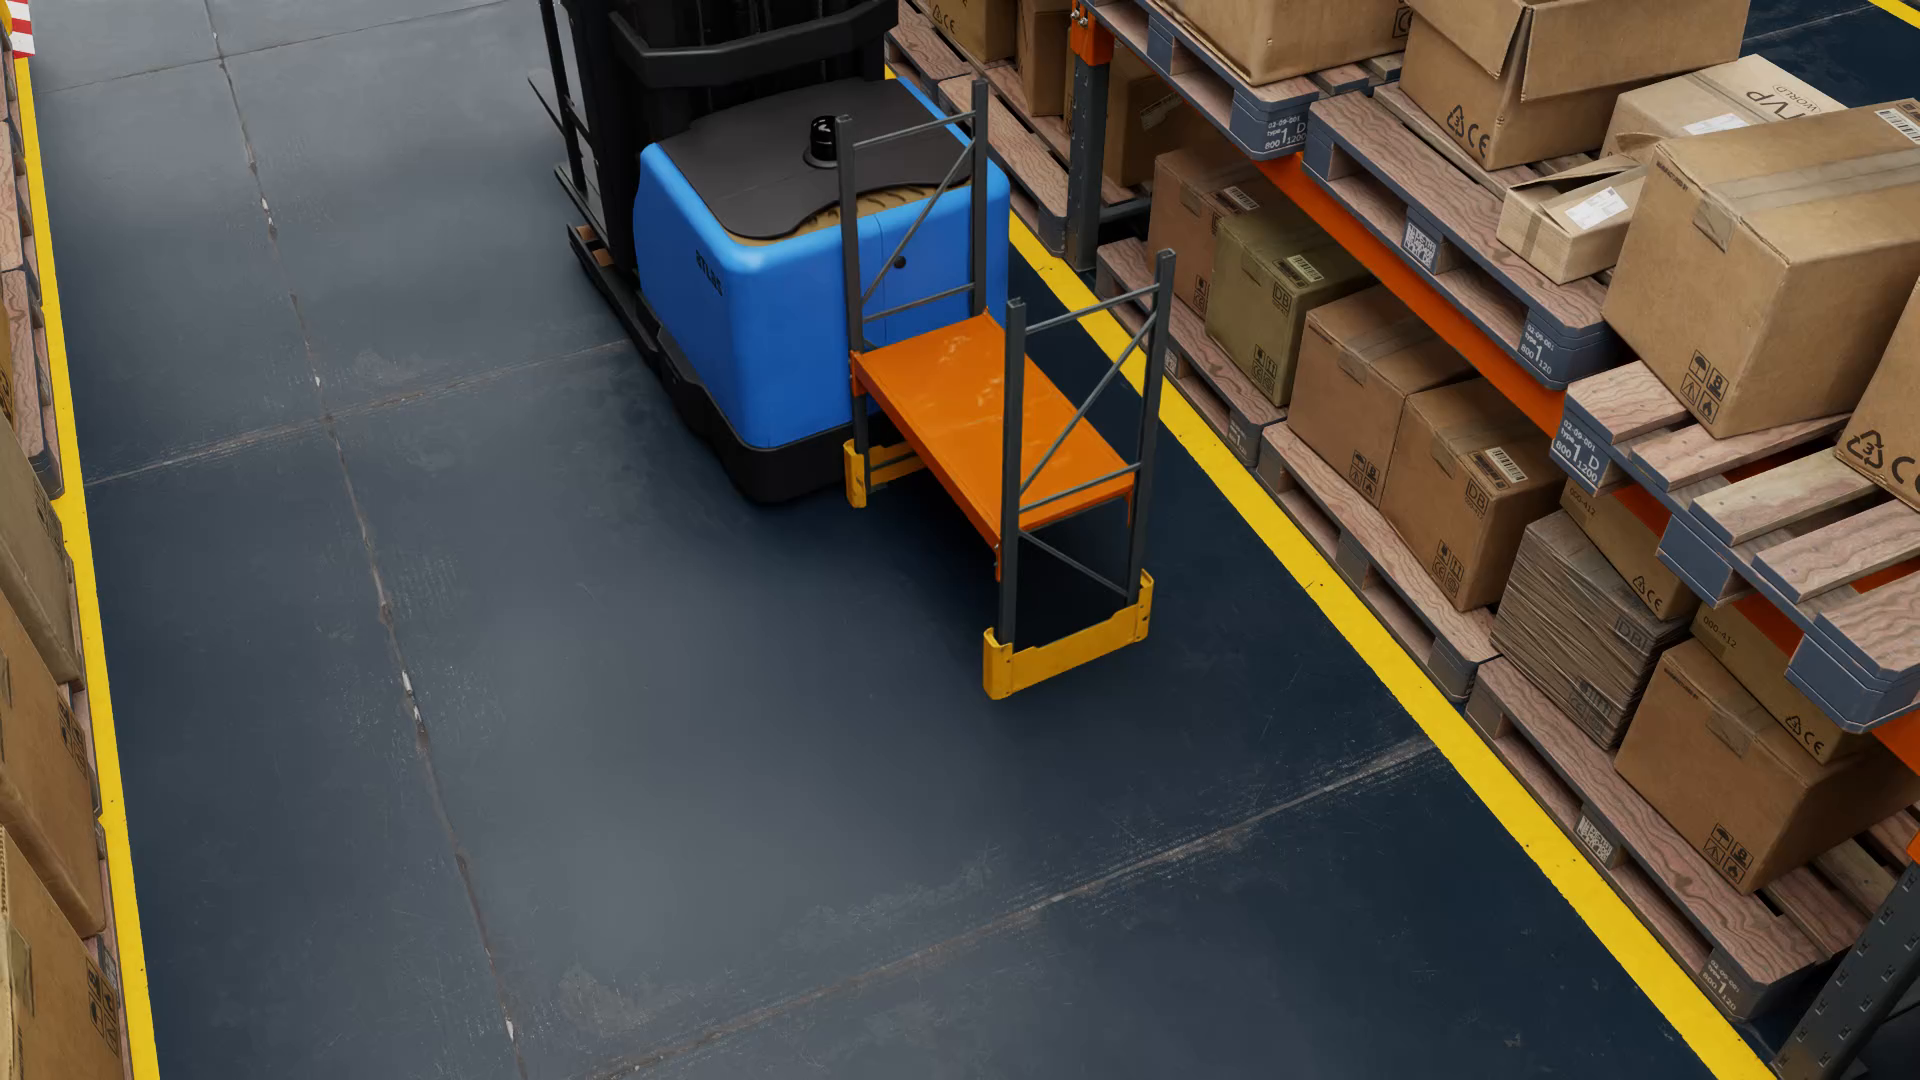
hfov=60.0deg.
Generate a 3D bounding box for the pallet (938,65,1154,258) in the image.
[{"bbox_3d":[0.597,-1.773,7.396,1.003,0.211,1.213,-18,47,-17],"label":"pallet"}]

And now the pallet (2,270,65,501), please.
[{"bbox_3d":[-3.880,-0.462,6.068,1.003,0.211,1.213,-18,47,-17],"label":"pallet"}]

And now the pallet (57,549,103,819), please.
[{"bbox_3d":[-3.238,0.515,5.078,1.003,0.211,1.213,-18,47,-17],"label":"pallet"}]

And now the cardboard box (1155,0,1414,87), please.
[{"bbox_3d":[1.119,-2.163,5.081,1.000,1.000,1.000,-18,47,-17],"label":"cardboard box"}]

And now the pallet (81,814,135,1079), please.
[{"bbox_3d":[-2.721,1.293,4.289,1.003,0.211,1.213,-18,47,-17],"label":"pallet"}]

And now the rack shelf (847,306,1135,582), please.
[{"bbox_3d":[0.102,-0.333,5.275,0.538,0.185,1.000,-21,48,-20],"label":"rack shelf"}]

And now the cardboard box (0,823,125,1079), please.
[{"bbox_3d":[-2.494,1.282,3.618,1.050,0.750,0.750,-17,47,-17],"label":"cardboard box"}]

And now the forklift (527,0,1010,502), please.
[{"bbox_3d":[-0.962,-2.206,5.899,1.130,2.935,3.031,-21,48,-20],"label":"forklift"}]

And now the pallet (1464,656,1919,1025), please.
[{"bbox_3d":[2.267,0.695,4.895,1.003,0.211,1.213,-18,47,-17],"label":"pallet"}]

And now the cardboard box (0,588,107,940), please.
[{"bbox_3d":[-2.886,0.689,4.219,1.050,0.750,0.750,-18,47,-17],"label":"cardboard box"}]

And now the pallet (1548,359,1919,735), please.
[{"bbox_3d":[2.198,-0.153,3.906,1.213,0.211,1.003,-18,47,-17],"label":"pallet"}]

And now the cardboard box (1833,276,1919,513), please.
[{"bbox_3d":[2.330,-0.316,3.565,0.500,0.500,0.500,-24,49,-22],"label":"cardboard box"}]

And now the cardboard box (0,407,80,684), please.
[{"bbox_3d":[-3.288,0.073,4.843,1.050,0.750,0.750,-18,47,-18],"label":"cardboard box"}]

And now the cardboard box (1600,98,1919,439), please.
[{"bbox_3d":[2.005,-0.642,3.895,0.700,0.500,0.500,-12,46,-12],"label":"cardboard box"}]

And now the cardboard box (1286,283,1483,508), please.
[{"bbox_3d":[1.570,-0.551,5.639,0.700,0.500,0.500,-22,49,-21],"label":"cardboard box"}]

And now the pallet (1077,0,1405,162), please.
[{"bbox_3d":[1.101,-1.750,5.524,1.003,0.211,1.213,-18,47,-17],"label":"pallet"}]

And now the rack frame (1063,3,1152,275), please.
[{"bbox_3d":[0.912,-2.348,5.994,1.000,3.000,0.127,-18,47,-17],"label":"rack frame"}]

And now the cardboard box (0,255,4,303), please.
[{"bbox_3d":[-4.214,-1.335,6.181,0.875,0.875,0.875,-18,47,-17],"label":"cardboard box"}]

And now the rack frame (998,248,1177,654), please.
[{"bbox_3d":[0.344,-0.147,4.831,0.500,1.500,0.032,-21,48,-20],"label":"rack frame"}]

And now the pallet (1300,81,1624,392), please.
[{"bbox_3d":[1.724,-0.980,4.744,1.003,0.211,1.213,-18,47,-17],"label":"pallet"}]

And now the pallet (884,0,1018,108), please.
[{"bbox_3d":[0.081,-2.551,8.185,1.003,0.211,1.213,-18,47,-17],"label":"pallet"}]

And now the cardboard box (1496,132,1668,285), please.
[{"bbox_3d":[1.648,-0.883,4.306,0.396,0.266,0.258,-19,48,-19],"label":"cardboard box"}]

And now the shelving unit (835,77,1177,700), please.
[{"bbox_3d":[0.106,-0.455,5.143,0.587,1.500,1.083,-21,48,-20],"label":"shelving unit"}]

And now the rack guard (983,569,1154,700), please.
[{"bbox_3d":[0.343,0.298,5.270,0.587,0.250,0.087,-21,48,-20],"label":"rack guard"}]

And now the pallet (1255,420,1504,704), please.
[{"bbox_3d":[1.758,-0.081,5.682,1.003,0.211,1.213,-18,47,-17],"label":"pallet"}]

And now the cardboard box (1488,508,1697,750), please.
[{"bbox_3d":[2.049,0.164,4.915,0.700,0.500,0.500,-22,49,-21],"label":"cardboard box"}]

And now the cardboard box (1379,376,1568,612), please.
[{"bbox_3d":[1.804,-0.196,5.279,0.700,0.500,0.500,-14,46,-14],"label":"cardboard box"}]

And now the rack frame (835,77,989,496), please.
[{"bbox_3d":[-0.140,-0.775,5.467,0.500,1.500,0.032,-21,48,-20],"label":"rack frame"}]

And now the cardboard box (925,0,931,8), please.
[{"bbox_3d":[0.006,-2.978,8.113,0.500,0.500,0.500,-14,46,-14],"label":"cardboard box"}]

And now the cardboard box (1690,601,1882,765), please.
[{"bbox_3d":[2.285,0.249,4.294,0.500,0.250,0.500,-16,47,-16],"label":"cardboard box"}]

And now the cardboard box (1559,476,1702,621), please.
[{"bbox_3d":[2.053,-0.086,4.634,0.500,0.250,0.500,-13,46,-13],"label":"cardboard box"}]

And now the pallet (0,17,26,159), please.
[{"bbox_3d":[-4.905,-2.017,7.644,1.003,0.211,1.213,-18,47,-17],"label":"pallet"}]

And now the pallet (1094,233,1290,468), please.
[{"bbox_3d":[1.241,-0.859,6.471,1.003,0.211,1.213,-18,47,-17],"label":"pallet"}]

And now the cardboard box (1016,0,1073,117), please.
[{"bbox_3d":[0.532,-2.237,7.362,0.500,0.500,0.500,-5,45,-5],"label":"cardboard box"}]

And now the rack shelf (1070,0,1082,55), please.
[{"bbox_3d":[0.071,-3.366,7.538,1.077,0.370,4.000,-18,47,-17],"label":"rack shelf"}]

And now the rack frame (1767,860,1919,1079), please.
[{"bbox_3d":[2.594,0.201,3.410,1.000,3.000,0.127,-18,47,-17],"label":"rack frame"}]

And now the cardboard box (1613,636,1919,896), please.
[{"bbox_3d":[2.294,0.513,4.561,0.700,0.500,0.500,-20,48,-19],"label":"cardboard box"}]

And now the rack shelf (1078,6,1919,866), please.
[{"bbox_3d":[1.753,-0.817,4.955,1.077,0.370,4.000,-18,47,-17],"label":"rack shelf"}]

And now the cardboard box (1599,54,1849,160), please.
[{"bbox_3d":[2.098,-1.031,4.467,0.500,0.250,0.500,-19,48,-19],"label":"cardboard box"}]

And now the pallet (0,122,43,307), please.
[{"bbox_3d":[-4.396,-1.241,6.858,1.003,0.211,1.213,-18,47,-17],"label":"pallet"}]

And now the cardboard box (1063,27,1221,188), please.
[{"bbox_3d":[0.780,-1.874,6.995,0.500,0.500,0.500,-19,48,-19],"label":"cardboard box"}]

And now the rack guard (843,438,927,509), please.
[{"bbox_3d":[-0.131,-0.318,5.894,0.587,0.250,0.087,-21,48,-20],"label":"rack guard"}]

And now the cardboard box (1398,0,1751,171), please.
[{"bbox_3d":[1.725,-1.457,4.718,0.797,0.503,0.637,-14,46,-13],"label":"cardboard box"}]

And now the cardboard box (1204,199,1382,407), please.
[{"bbox_3d":[1.334,-0.907,6.001,0.700,0.500,0.500,-18,47,-18],"label":"cardboard box"}]

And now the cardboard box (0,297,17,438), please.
[{"bbox_3d":[-3.832,-0.762,5.600,0.875,0.875,0.875,-17,47,-17],"label":"cardboard box"}]

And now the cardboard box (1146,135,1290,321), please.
[{"bbox_3d":[1.151,-1.217,6.314,0.700,0.500,0.500,-22,49,-20],"label":"cardboard box"}]

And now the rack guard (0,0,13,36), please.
[{"bbox_3d":[-5.323,-2.622,8.051,1.175,0.500,0.348,-18,47,-17],"label":"rack guard"}]

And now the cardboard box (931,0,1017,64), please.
[{"bbox_3d":[0.200,-2.609,7.740,0.500,0.500,0.500,-22,49,-21],"label":"cardboard box"}]
